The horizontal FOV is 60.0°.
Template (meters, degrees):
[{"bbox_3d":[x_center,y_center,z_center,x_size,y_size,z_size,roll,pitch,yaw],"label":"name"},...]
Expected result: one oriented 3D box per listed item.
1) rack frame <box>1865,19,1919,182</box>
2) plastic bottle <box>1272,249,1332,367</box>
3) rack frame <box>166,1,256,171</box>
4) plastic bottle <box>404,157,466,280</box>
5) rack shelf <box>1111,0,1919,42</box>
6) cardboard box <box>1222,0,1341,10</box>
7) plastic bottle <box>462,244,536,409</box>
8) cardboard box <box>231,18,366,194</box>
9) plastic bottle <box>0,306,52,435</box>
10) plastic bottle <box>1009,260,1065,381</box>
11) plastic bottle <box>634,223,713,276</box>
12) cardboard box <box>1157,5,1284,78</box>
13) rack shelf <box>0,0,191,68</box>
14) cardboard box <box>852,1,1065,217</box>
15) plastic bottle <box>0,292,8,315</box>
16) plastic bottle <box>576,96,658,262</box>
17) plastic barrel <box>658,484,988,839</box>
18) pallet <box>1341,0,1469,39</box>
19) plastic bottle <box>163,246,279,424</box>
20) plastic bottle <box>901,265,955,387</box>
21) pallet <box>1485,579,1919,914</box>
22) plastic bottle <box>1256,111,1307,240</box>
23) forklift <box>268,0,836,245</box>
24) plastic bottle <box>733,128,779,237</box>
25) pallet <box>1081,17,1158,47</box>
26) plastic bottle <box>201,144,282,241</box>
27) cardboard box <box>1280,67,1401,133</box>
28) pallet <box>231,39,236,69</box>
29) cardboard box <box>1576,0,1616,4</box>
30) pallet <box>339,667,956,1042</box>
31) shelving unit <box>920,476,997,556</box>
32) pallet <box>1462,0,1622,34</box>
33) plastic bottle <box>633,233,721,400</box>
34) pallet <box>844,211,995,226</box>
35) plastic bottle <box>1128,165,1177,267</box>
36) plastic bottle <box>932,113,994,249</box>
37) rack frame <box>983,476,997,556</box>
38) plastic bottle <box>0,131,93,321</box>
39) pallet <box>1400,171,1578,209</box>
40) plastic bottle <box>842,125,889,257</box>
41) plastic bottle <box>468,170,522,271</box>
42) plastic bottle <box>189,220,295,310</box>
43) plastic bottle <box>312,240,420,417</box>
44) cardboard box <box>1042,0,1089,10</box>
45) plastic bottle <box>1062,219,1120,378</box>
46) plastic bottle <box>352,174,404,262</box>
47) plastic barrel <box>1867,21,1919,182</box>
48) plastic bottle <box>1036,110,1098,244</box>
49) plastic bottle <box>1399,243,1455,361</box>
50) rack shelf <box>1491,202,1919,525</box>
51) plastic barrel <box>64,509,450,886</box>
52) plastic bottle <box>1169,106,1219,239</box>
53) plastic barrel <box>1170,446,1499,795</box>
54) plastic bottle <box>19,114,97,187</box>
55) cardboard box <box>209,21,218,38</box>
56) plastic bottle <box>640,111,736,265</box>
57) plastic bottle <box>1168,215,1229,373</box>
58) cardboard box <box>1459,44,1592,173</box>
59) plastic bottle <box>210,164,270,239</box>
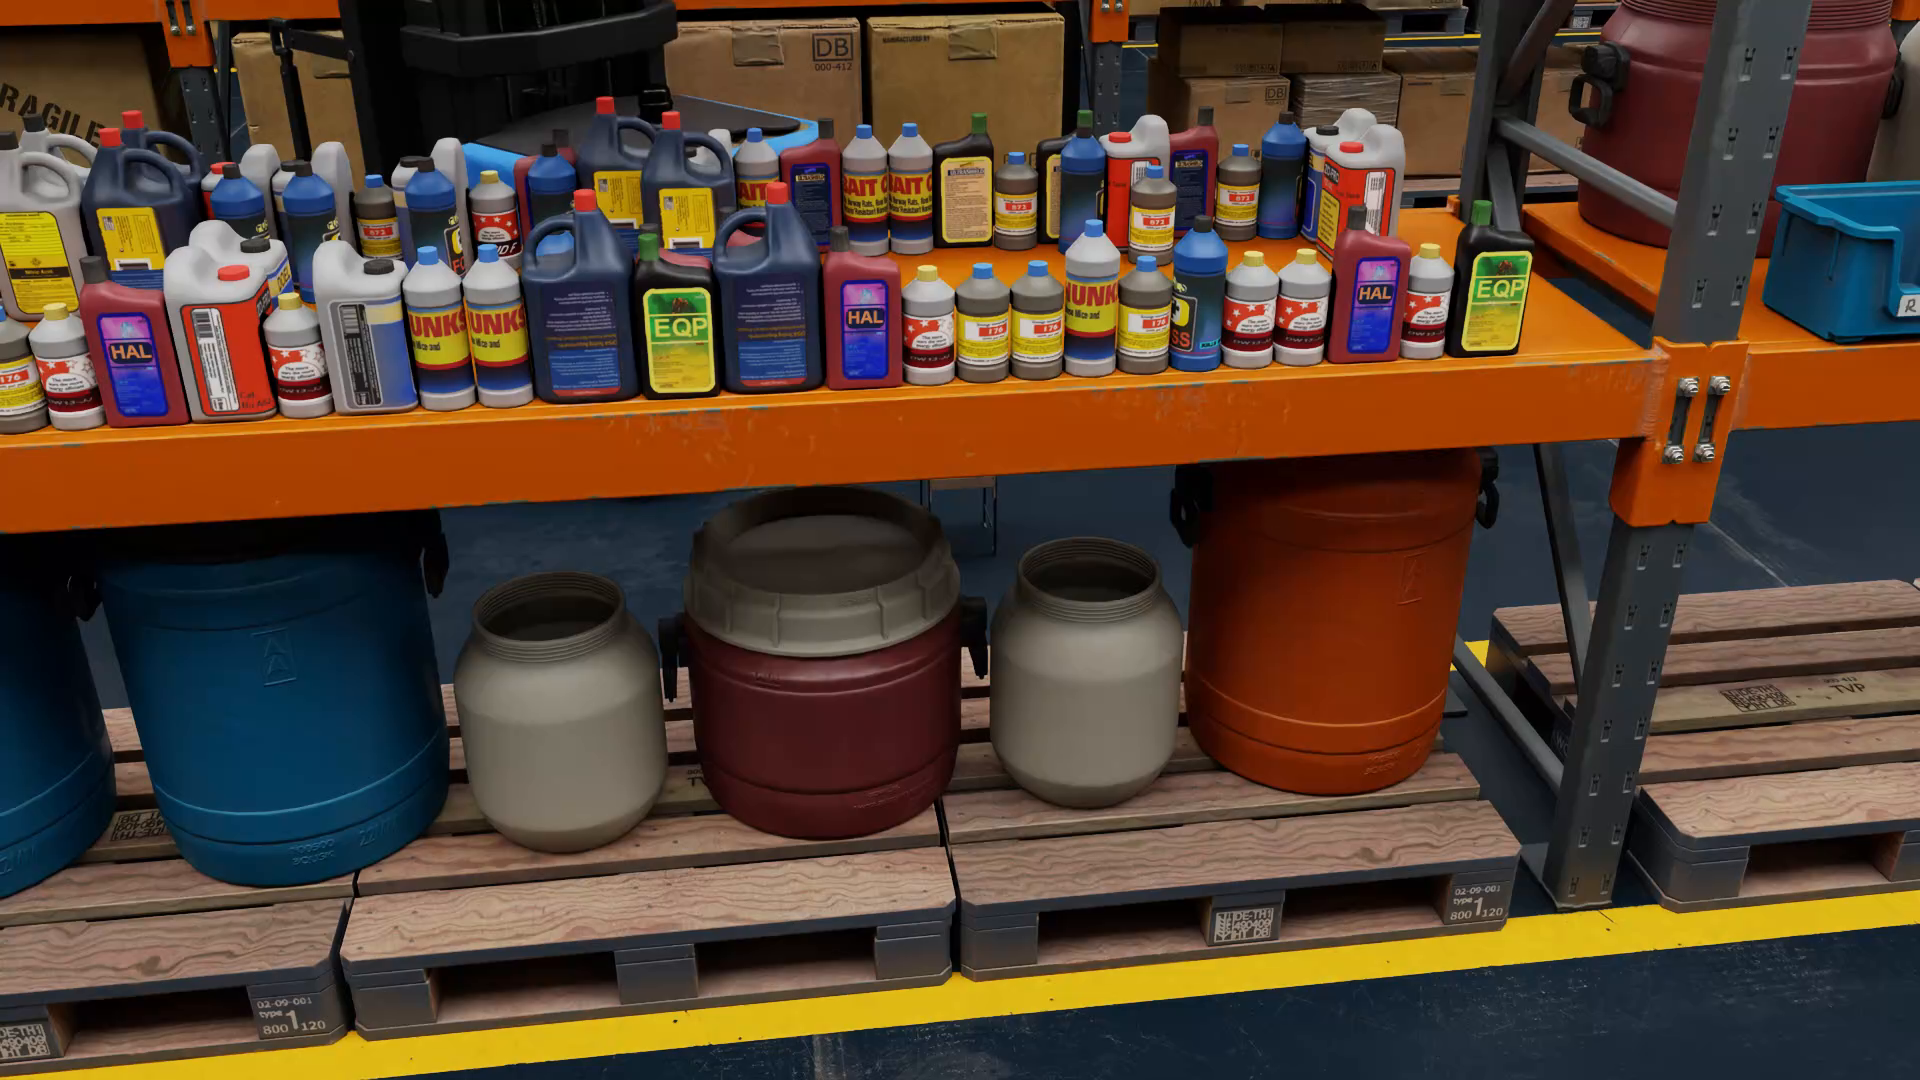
[{"bbox_3d":[4.575,-3.239,8.277,0.127,3.000,1.000,-4,27,-7],"label":"rack frame"},{"bbox_3d":[0.618,-0.425,3.009,0.097,0.201,0.097,0,27,0],"label":"plastic bottle"},{"bbox_3d":[-3.347,-2.730,7.285,0.127,3.000,1.000,-4,27,-7],"label":"rack frame"},{"bbox_3d":[-1.051,-0.628,3.330,0.097,0.271,0.097,0,27,0],"label":"plastic bottle"},{"bbox_3d":[2.595,-2.792,8.193,4.000,0.370,1.077,-4,27,-7],"label":"rack shelf"},{"bbox_3d":[2.427,-4.534,12.804,0.750,0.750,1.050,-4,27,-7],"label":"cardboard box"},{"bbox_3d":[-0.783,-0.366,2.818,0.097,0.271,0.097,0,27,0],"label":"plastic bottle"},{"bbox_3d":[-2.716,-2.021,7.771,0.875,0.875,1.225,-4,27,-7],"label":"cardboard box"},{"bbox_3d":[-1.568,-0.284,2.736,0.097,0.201,0.097,0,27,0],"label":"plastic bottle"},{"bbox_3d":[0.136,-0.394,2.949,0.097,0.201,0.097,0,27,0],"label":"plastic bottle"},{"bbox_3d":[-0.492,-0.409,2.890,0.133,0.283,0.061,-4,27,-7],"label":"plastic bottle"},{"bbox_3d":[1.274,-2.458,8.189,0.500,0.250,0.500,-3,27,-5],"label":"cardboard box"},{"bbox_3d":[-5.327,-2.283,7.201,4.000,0.370,1.077,-4,27,-7],"label":"rack shelf"},{"bbox_3d":[-0.072,-2.191,8.103,0.875,0.875,1.225,-5,28,-10],"label":"cardboard box"},{"bbox_3d":[-1.914,-0.542,3.238,0.097,0.201,0.097,0,27,0],"label":"plastic bottle"},{"bbox_3d":[-0.701,-0.745,3.471,0.185,0.351,0.144,-4,27,-7],"label":"plastic bottle"},{"bbox_3d":[-0.296,0.251,3.656,0.708,0.588,0.600,-4,27,-7],"label":"plastic barrel"},{"bbox_3d":[3.231,-4.164,13.134,1.213,0.211,1.003,-4,27,-7],"label":"pallet"},{"bbox_3d":[-1.228,-0.352,2.786,0.135,0.276,0.152,-4,27,-7],"label":"plastic bottle"},{"bbox_3d":[-0.057,-0.381,2.925,0.097,0.201,0.097,0,27,0],"label":"plastic bottle"},{"bbox_3d":[2.077,0.464,4.115,1.213,0.211,1.003,-4,27,-7],"label":"pallet"},{"bbox_3d":[0.712,-0.812,3.687,0.097,0.271,0.097,0,27,0],"label":"plastic bottle"},{"bbox_3d":[-1.865,-2.017,5.970,3.031,2.935,1.130,21,34,34],"label":"forklift"},{"bbox_3d":[-0.431,-0.738,3.544,0.097,0.271,0.097,0,27,0],"label":"plastic bottle"},{"bbox_3d":[0.815,-4.009,12.831,1.213,0.211,1.003,-4,27,-7],"label":"pallet"},{"bbox_3d":[-1.450,-0.662,3.391,0.135,0.276,0.152,-4,27,-7],"label":"plastic bottle"},{"bbox_3d":[1.823,-2.161,8.432,0.500,0.500,0.700,-6,28,-11],"label":"cardboard box"},{"bbox_3d":[-4.598,-3.679,12.189,1.213,0.211,1.003,-4,27,-7],"label":"pallet"},{"bbox_3d":[4.617,-4.737,13.064,0.875,0.875,0.875,-3,27,-6],"label":"cardboard box"},{"bbox_3d":[-0.676,0.640,3.771,1.213,0.211,1.003,-4,27,-7],"label":"pallet"},{"bbox_3d":[-0.008,-0.400,5.044,0.210,0.900,0.258,-4,27,-7],"label":"shelving unit"},{"bbox_3d":[4.748,-4.260,13.321,1.213,0.211,1.003,-4,27,-7],"label":"pallet"},{"bbox_3d":[-0.484,-0.382,2.836,0.133,0.283,0.061,-4,27,-7],"label":"plastic bottle"},{"bbox_3d":[-0.177,-1.728,8.386,1.213,0.211,1.003,-4,27,-7],"label":"pallet"},{"bbox_3d":[0.409,-0.691,3.529,0.097,0.201,0.097,0,27,0],"label":"plastic bottle"},{"bbox_3d":[0.005,-0.780,3.612,0.133,0.283,0.061,-4,27,-7],"label":"plastic bottle"},{"bbox_3d":[0.093,-0.406,5.056,0.006,0.900,0.240,-4,27,-7],"label":"rack frame"},{"bbox_3d":[-1.772,-0.610,3.208,0.185,0.351,0.144,-4,27,-7],"label":"plastic bottle"},{"bbox_3d":[2.594,-1.869,8.661,1.213,0.211,1.003,-4,27,-7],"label":"pallet"},{"bbox_3d":[-0.203,-0.753,3.573,0.097,0.271,0.097,0,27,0],"label":"plastic bottle"},{"bbox_3d":[-0.976,-0.672,3.492,0.097,0.201,0.097,0,27,0],"label":"plastic bottle"},{"bbox_3d":[-1.249,-0.421,2.920,0.135,0.276,0.152,-4,27,-7],"label":"plastic bottle"},{"bbox_3d":[-0.998,-0.367,2.815,0.135,0.276,0.152,-4,27,-7],"label":"plastic bottle"},{"bbox_3d":[0.639,-4.417,12.577,0.750,0.750,1.050,-4,27,-8],"label":"cardboard box"},{"bbox_3d":[0.232,-0.431,2.945,0.097,0.271,0.097,0,27,0],"label":"plastic bottle"},{"bbox_3d":[-1.206,-0.657,3.463,0.097,0.201,0.097,0,27,0],"label":"plastic bottle"},{"bbox_3d":[2.293,-0.957,3.707,0.421,0.512,0.421,0,27,0],"label":"plastic barrel"},{"bbox_3d":[0.234,-0.795,3.641,0.133,0.283,0.061,-4,27,-7],"label":"plastic bottle"},{"bbox_3d":[0.847,-0.439,3.038,0.097,0.201,0.097,0,27,0],"label":"plastic bottle"},{"bbox_3d":[3.285,-0.553,3.829,4.000,0.370,1.077,-4,27,-7],"label":"rack shelf"},{"bbox_3d":[-1.414,0.184,3.444,0.708,0.901,0.600,-4,27,-7],"label":"plastic barrel"},{"bbox_3d":[0.499,-0.812,3.674,0.133,0.283,0.061,-4,27,-7],"label":"plastic bottle"},{"bbox_3d":[0.822,0.072,3.741,0.708,0.830,0.600,-4,27,-7],"label":"plastic barrel"},{"bbox_3d":[-1.792,-0.675,3.335,0.185,0.351,0.144,-4,27,-7],"label":"plastic bottle"},{"bbox_3d":[-5.303,-3.652,11.745,0.250,0.149,0.380,-4,27,-7],"label":"cardboard box"},{"bbox_3d":[-0.547,-0.685,3.354,0.185,0.351,0.144,-4,27,-7],"label":"plastic bottle"},{"bbox_3d":[0.425,-0.443,2.969,0.097,0.271,0.097,0,27,0],"label":"plastic bottle"},{"bbox_3d":[2.936,-2.236,8.577,0.500,0.500,0.700,-6,28,-12],"label":"cardboard box"},{"bbox_3d":[-1.414,-0.605,3.284,0.097,0.271,0.097,0,27,0],"label":"plastic bottle"}]
